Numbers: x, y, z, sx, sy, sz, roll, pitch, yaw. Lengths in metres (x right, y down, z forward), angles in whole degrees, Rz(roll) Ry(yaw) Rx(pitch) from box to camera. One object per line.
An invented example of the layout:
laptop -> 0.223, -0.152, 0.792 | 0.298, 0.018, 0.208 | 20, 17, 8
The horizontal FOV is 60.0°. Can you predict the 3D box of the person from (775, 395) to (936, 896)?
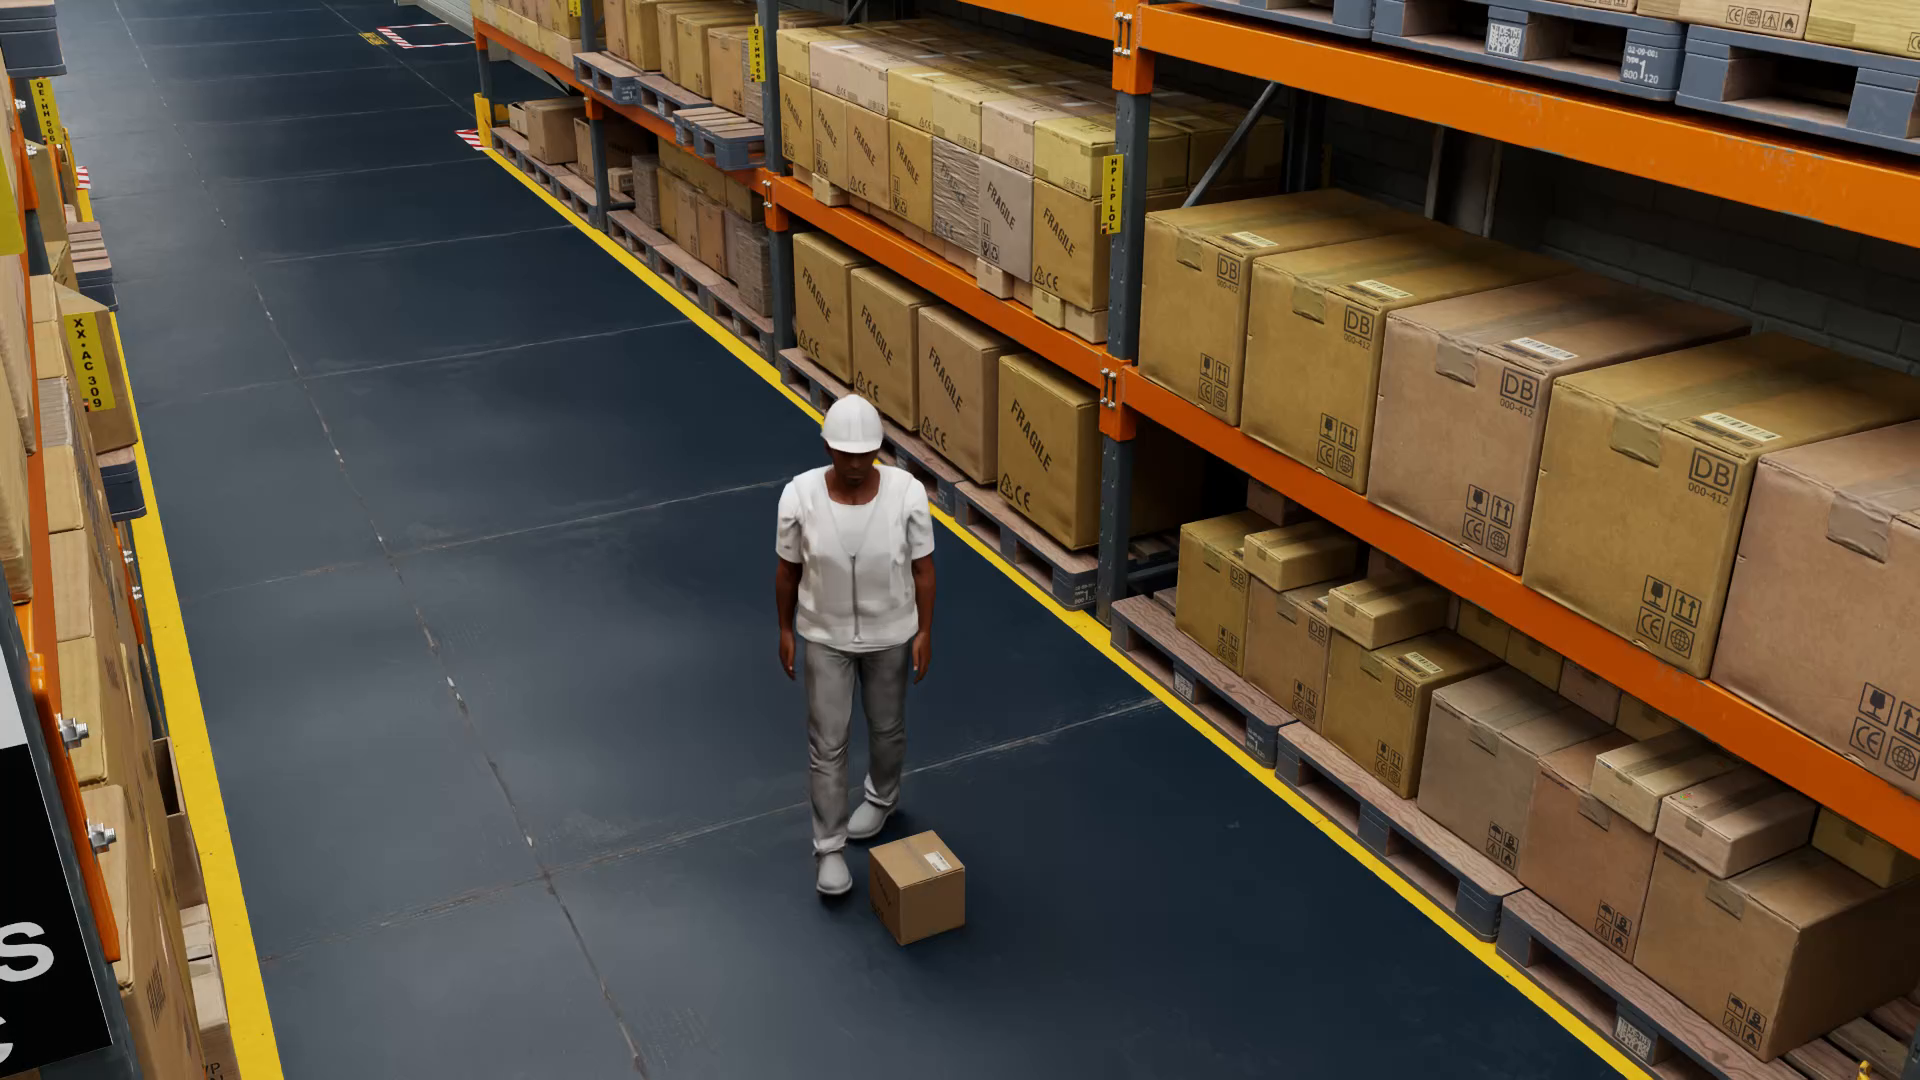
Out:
person -> -0.359, 0.369, 5.797 | 0.565, 1.760, 0.685 | -2, 25, -3
